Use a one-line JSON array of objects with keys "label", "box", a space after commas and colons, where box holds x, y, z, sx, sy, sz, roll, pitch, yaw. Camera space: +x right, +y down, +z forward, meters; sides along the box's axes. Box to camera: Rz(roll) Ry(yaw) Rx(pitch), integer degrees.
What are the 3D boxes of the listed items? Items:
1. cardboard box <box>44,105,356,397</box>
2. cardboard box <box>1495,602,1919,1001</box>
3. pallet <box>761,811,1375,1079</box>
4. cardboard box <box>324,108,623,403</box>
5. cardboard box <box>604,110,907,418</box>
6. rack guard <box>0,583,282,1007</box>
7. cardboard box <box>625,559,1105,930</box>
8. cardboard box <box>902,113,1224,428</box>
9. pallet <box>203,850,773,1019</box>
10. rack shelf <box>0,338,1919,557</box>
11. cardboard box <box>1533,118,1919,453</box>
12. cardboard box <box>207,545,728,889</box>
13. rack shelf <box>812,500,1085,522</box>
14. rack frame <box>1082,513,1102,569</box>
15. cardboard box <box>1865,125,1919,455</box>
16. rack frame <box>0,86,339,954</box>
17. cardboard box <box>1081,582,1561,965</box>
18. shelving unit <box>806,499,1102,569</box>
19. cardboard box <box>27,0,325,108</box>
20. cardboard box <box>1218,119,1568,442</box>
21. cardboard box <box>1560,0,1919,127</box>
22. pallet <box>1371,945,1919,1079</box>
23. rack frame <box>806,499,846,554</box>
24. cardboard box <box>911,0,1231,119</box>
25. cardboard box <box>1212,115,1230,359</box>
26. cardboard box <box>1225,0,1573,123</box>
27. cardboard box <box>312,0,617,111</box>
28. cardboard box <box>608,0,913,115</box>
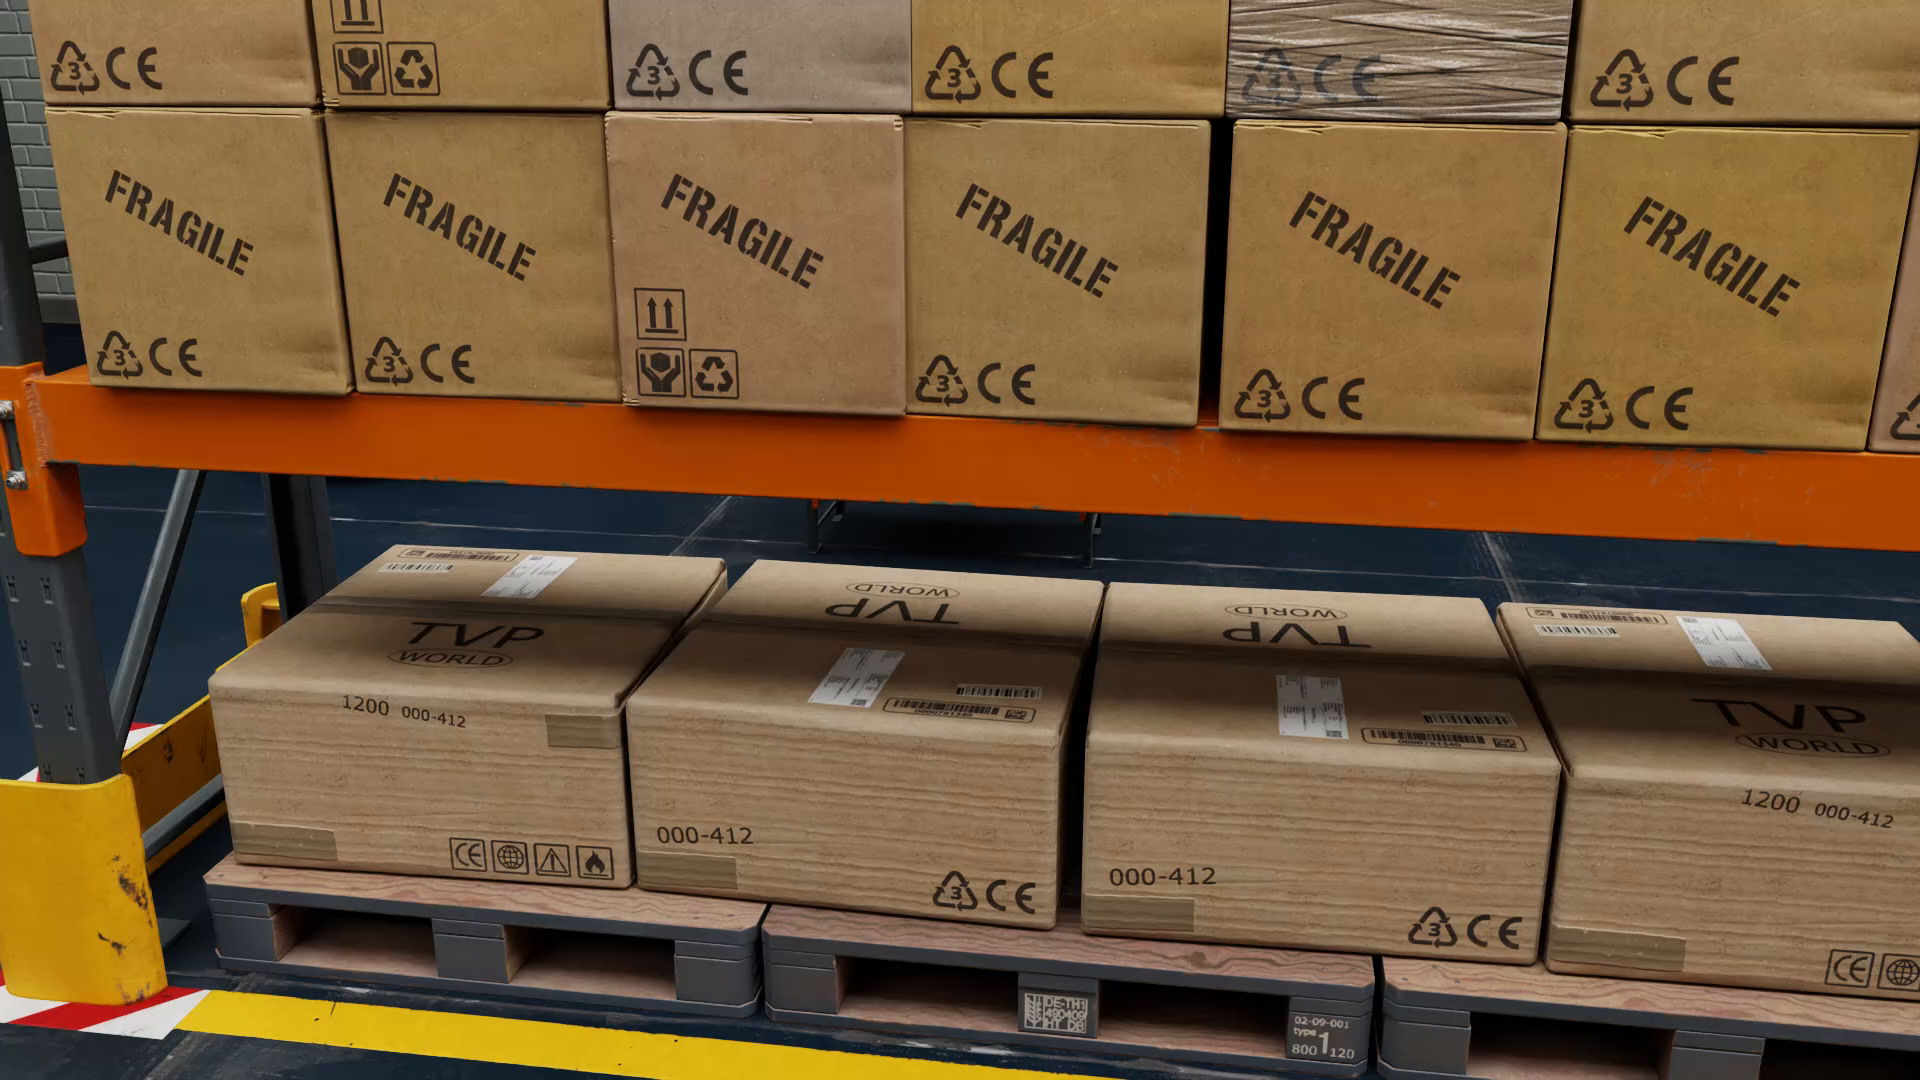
[{"label": "cardboard box", "box": [-1.306, -0.581, 3.156, 0.500, 0.500, 0.500, 3, 19, 8]}, {"label": "cardboard box", "box": [1.612, 0.504, 3.446, 0.875, 0.438, 0.875, 3, 19, 8]}, {"label": "pallet", "box": [0.268, 0.752, 3.722, 1.213, 0.211, 1.003, 3, 19, 9]}, {"label": "cardboard box", "box": [-0.802, -0.565, 3.106, 0.500, 0.500, 0.500, 3, 19, 8]}, {"label": "cardboard box", "box": [-0.303, -0.533, 3.012, 0.500, 0.500, 0.500, 3, 19, 8]}, {"label": "rack guard", "box": [-1.758, 0.536, 3.913, 0.348, 0.500, 1.175, 3, 19, 9]}, {"label": "cardboard box", "box": [-0.162, 0.413, 3.717, 0.875, 0.438, 0.875, 3, 19, 10]}, {"label": "cardboard box", "box": [0.194, -0.513, 2.952, 0.500, 0.500, 0.500, 4, 19, 10]}, {"label": "pallet", "box": [-0.933, 0.690, 3.908, 1.213, 0.211, 1.003, 3, 19, 9]}, {"label": "rack shelf", "box": [0.240, -0.206, 3.326, 4.000, 0.370, 1.077, 3, 19, 9]}, {"label": "cardboard box", "box": [1.207, -0.462, 2.798, 0.500, 0.500, 0.500, 2, 19, 7]}, {"label": "cardboard box", "box": [-1.067, 0.370, 3.847, 0.875, 0.438, 0.875, 2, 19, 7]}, {"label": "rack shelf", "box": [-0.007, -0.302, 6.203, 1.000, 0.278, 0.538, 3, 19, 9]}, {"label": "rack frame", "box": [0.495, -0.508, 6.049, 0.032, 1.125, 0.500, 3, 19, 9]}, {"label": "cardboard box", "box": [1.716, -0.437, 2.725, 0.500, 0.500, 0.500, 3, 19, 9]}, {"label": "rack frame", "box": [-1.735, -0.648, 3.512, 0.127, 3.000, 1.000, 3, 19, 9]}, {"label": "cardboard box", "box": [0.728, 0.459, 3.580, 0.875, 0.438, 0.875, 2, 19, 7]}, {"label": "shelving unit", "box": [-0.007, -0.534, 6.126, 1.048, 1.125, 0.538, 3, 19, 9]}, {"label": "cardboard box", "box": [-1.306, -1.056, 2.999, 0.500, 0.500, 0.500, 3, 19, 7]}, {"label": "cardboard box", "box": [0.709, -0.482, 2.859, 0.500, 0.500, 0.500, 3, 19, 8]}, {"label": "cardboard box", "box": [1.205, -0.934, 2.633, 0.500, 0.500, 0.500, 3, 19, 8]}, {"label": "pallet", "box": [1.476, 0.813, 3.541, 1.213, 0.211, 1.003, 3, 19, 9]}, {"label": "rack frame", "box": [-0.509, -0.559, 6.202, 0.032, 1.125, 0.500, 3, 19, 9]}, {"label": "cardboard box", "box": [0.208, -0.984, 2.784, 0.500, 0.500, 0.500, 3, 19, 9]}, {"label": "cardboard box", "box": [0.298, -0.679, 3.449, 0.500, 0.500, 0.500, 3, 19, 10]}, {"label": "cardboard box", "box": [0.701, -0.956, 2.700, 0.500, 0.500, 0.500, 3, 19, 9]}, {"label": "cardboard box", "box": [-0.795, -1.032, 2.928, 0.500, 0.500, 0.500, 2, 19, 7]}, {"label": "cardboard box", "box": [-0.285, -1.009, 2.858, 0.500, 0.500, 0.500, 3, 19, 8]}]
